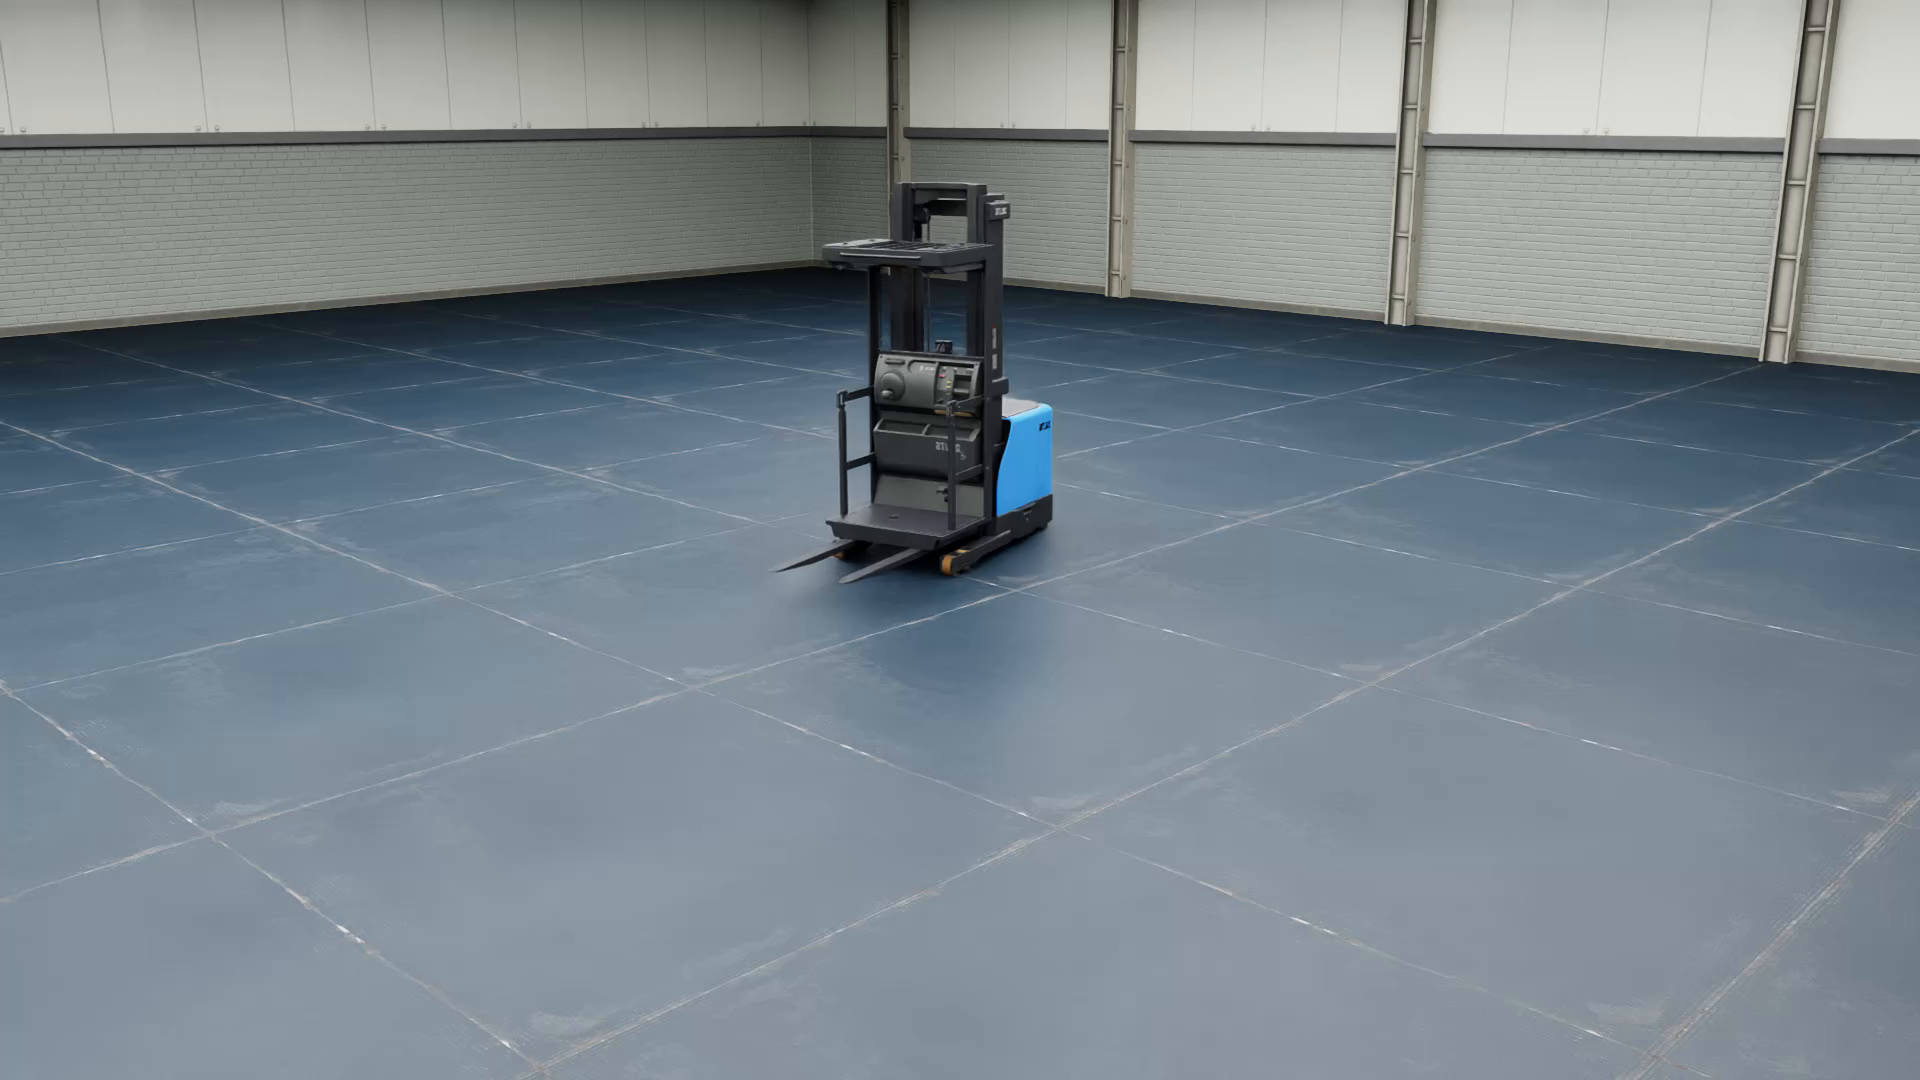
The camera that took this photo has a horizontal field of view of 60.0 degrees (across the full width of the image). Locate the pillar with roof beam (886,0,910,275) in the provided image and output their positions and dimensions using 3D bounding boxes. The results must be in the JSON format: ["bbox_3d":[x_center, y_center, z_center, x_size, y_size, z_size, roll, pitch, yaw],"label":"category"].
[{"bbox_3d":[-4.285,-9.280,31.700,0.400,9.000,9.100,14,20,42],"label":"pillar with roof beam"}]

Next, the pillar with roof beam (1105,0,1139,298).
[{"bbox_3d":[0.034,-8.230,27.670,0.400,9.000,9.100,14,20,42],"label":"pillar with roof beam"}]

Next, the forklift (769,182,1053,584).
[{"bbox_3d":[-0.365,-1.268,12.985,1.130,2.935,3.031,8,17,28],"label":"forklift"}]

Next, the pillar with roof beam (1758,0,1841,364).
[{"bbox_3d":[8.673,-6.130,19.610,0.400,9.000,9.100,14,20,42],"label":"pillar with roof beam"}]

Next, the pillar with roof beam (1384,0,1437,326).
[{"bbox_3d":[4.354,-7.180,23.640,0.400,9.000,9.100,14,20,42],"label":"pillar with roof beam"}]
